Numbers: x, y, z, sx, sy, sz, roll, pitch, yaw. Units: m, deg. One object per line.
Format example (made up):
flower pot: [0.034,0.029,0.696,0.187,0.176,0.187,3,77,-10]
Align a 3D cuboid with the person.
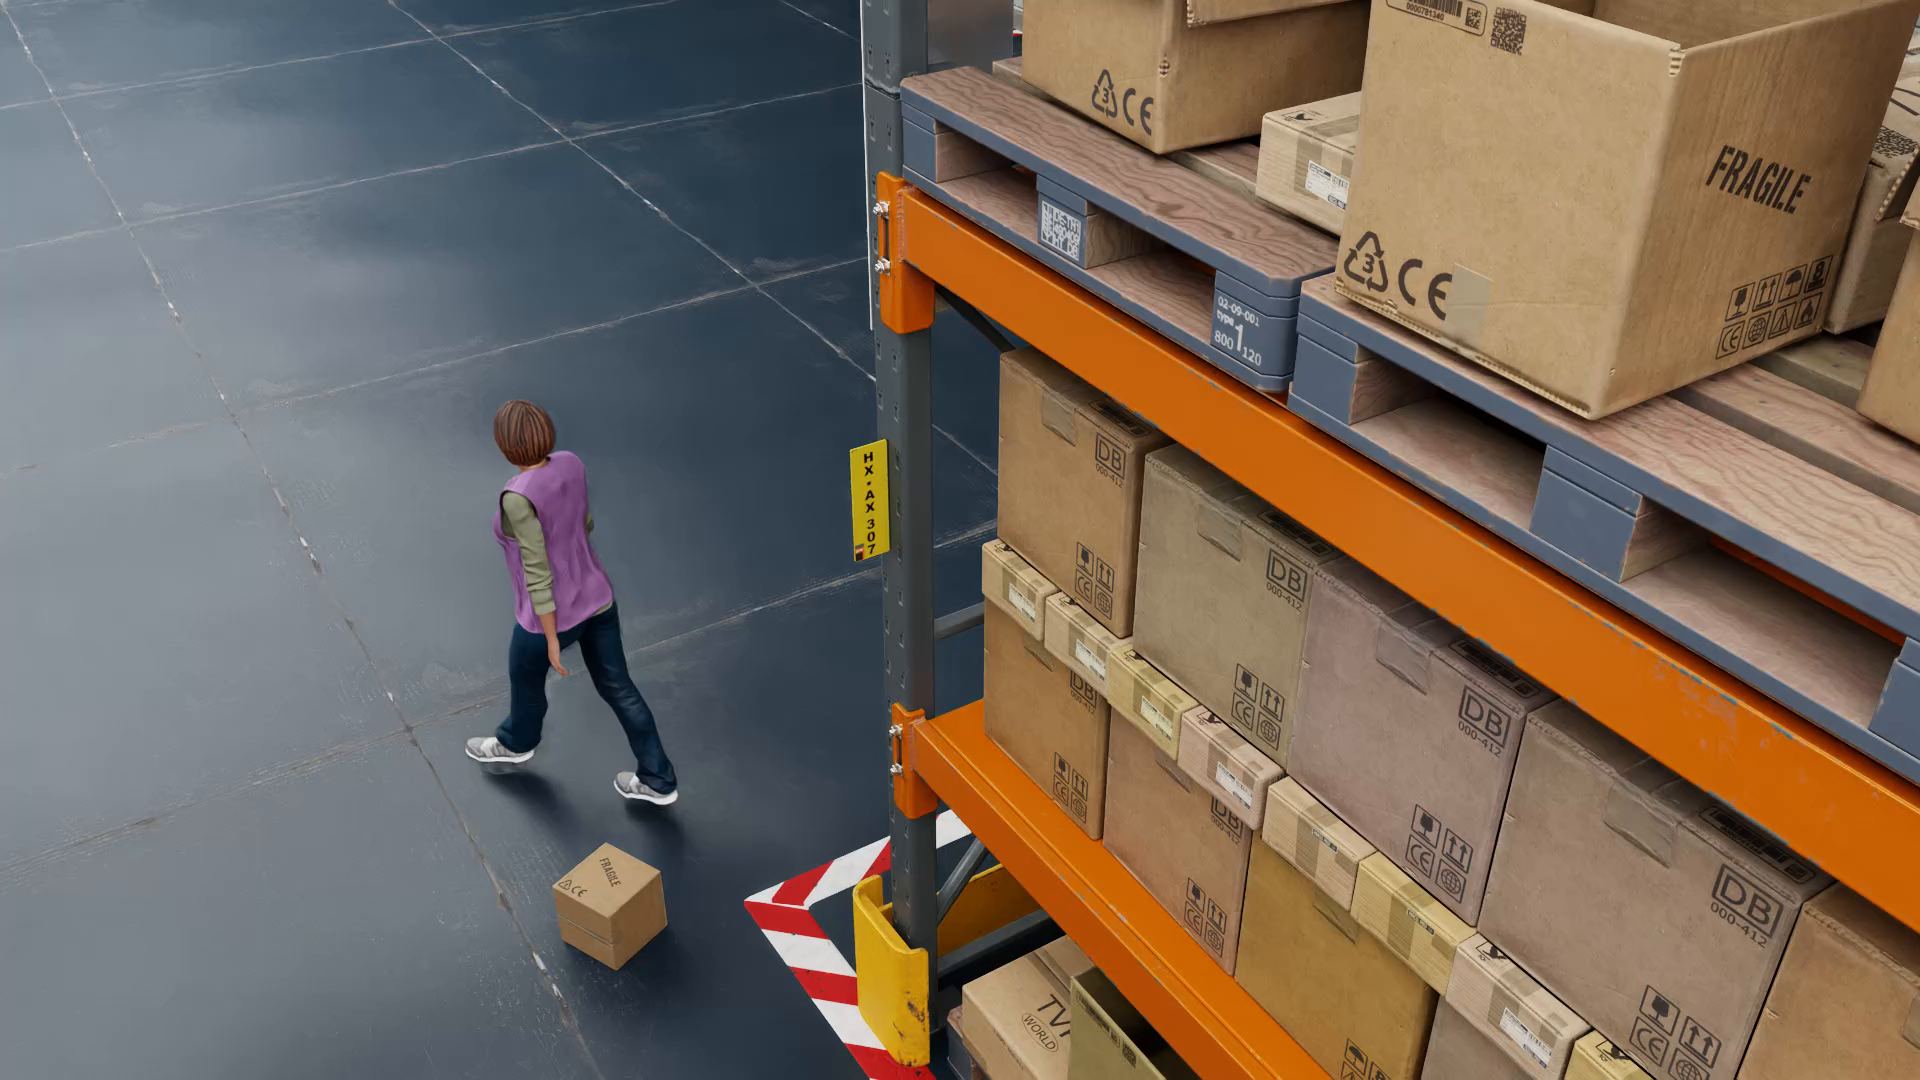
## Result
person: [-1.405,0.210,5.807,0.891,1.543,0.446,19,38,27]
